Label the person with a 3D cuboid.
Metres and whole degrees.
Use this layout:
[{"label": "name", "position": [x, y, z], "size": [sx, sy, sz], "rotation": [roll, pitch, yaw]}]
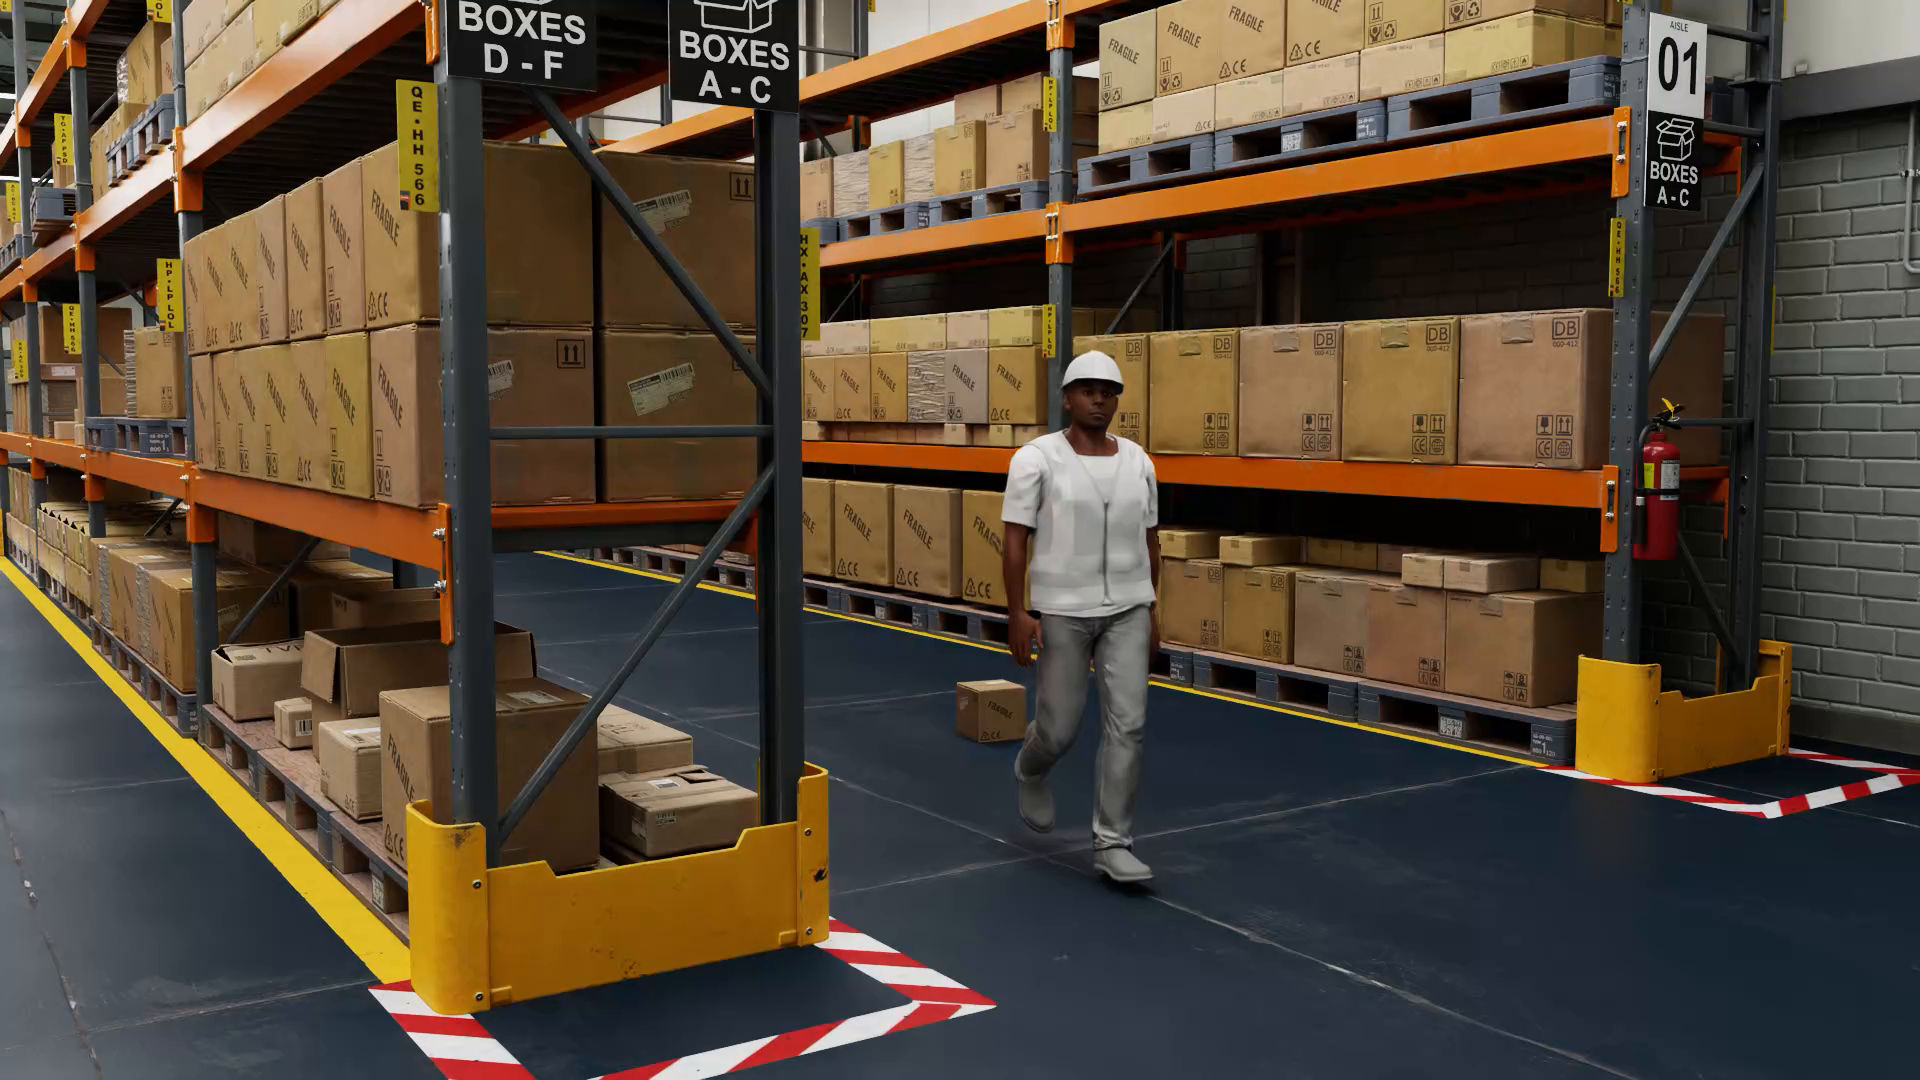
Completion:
[{"label": "person", "position": [0.417, 0.238, 5.639], "size": [0.577, 1.743, 0.787], "rotation": [-1, 5, -15]}]
